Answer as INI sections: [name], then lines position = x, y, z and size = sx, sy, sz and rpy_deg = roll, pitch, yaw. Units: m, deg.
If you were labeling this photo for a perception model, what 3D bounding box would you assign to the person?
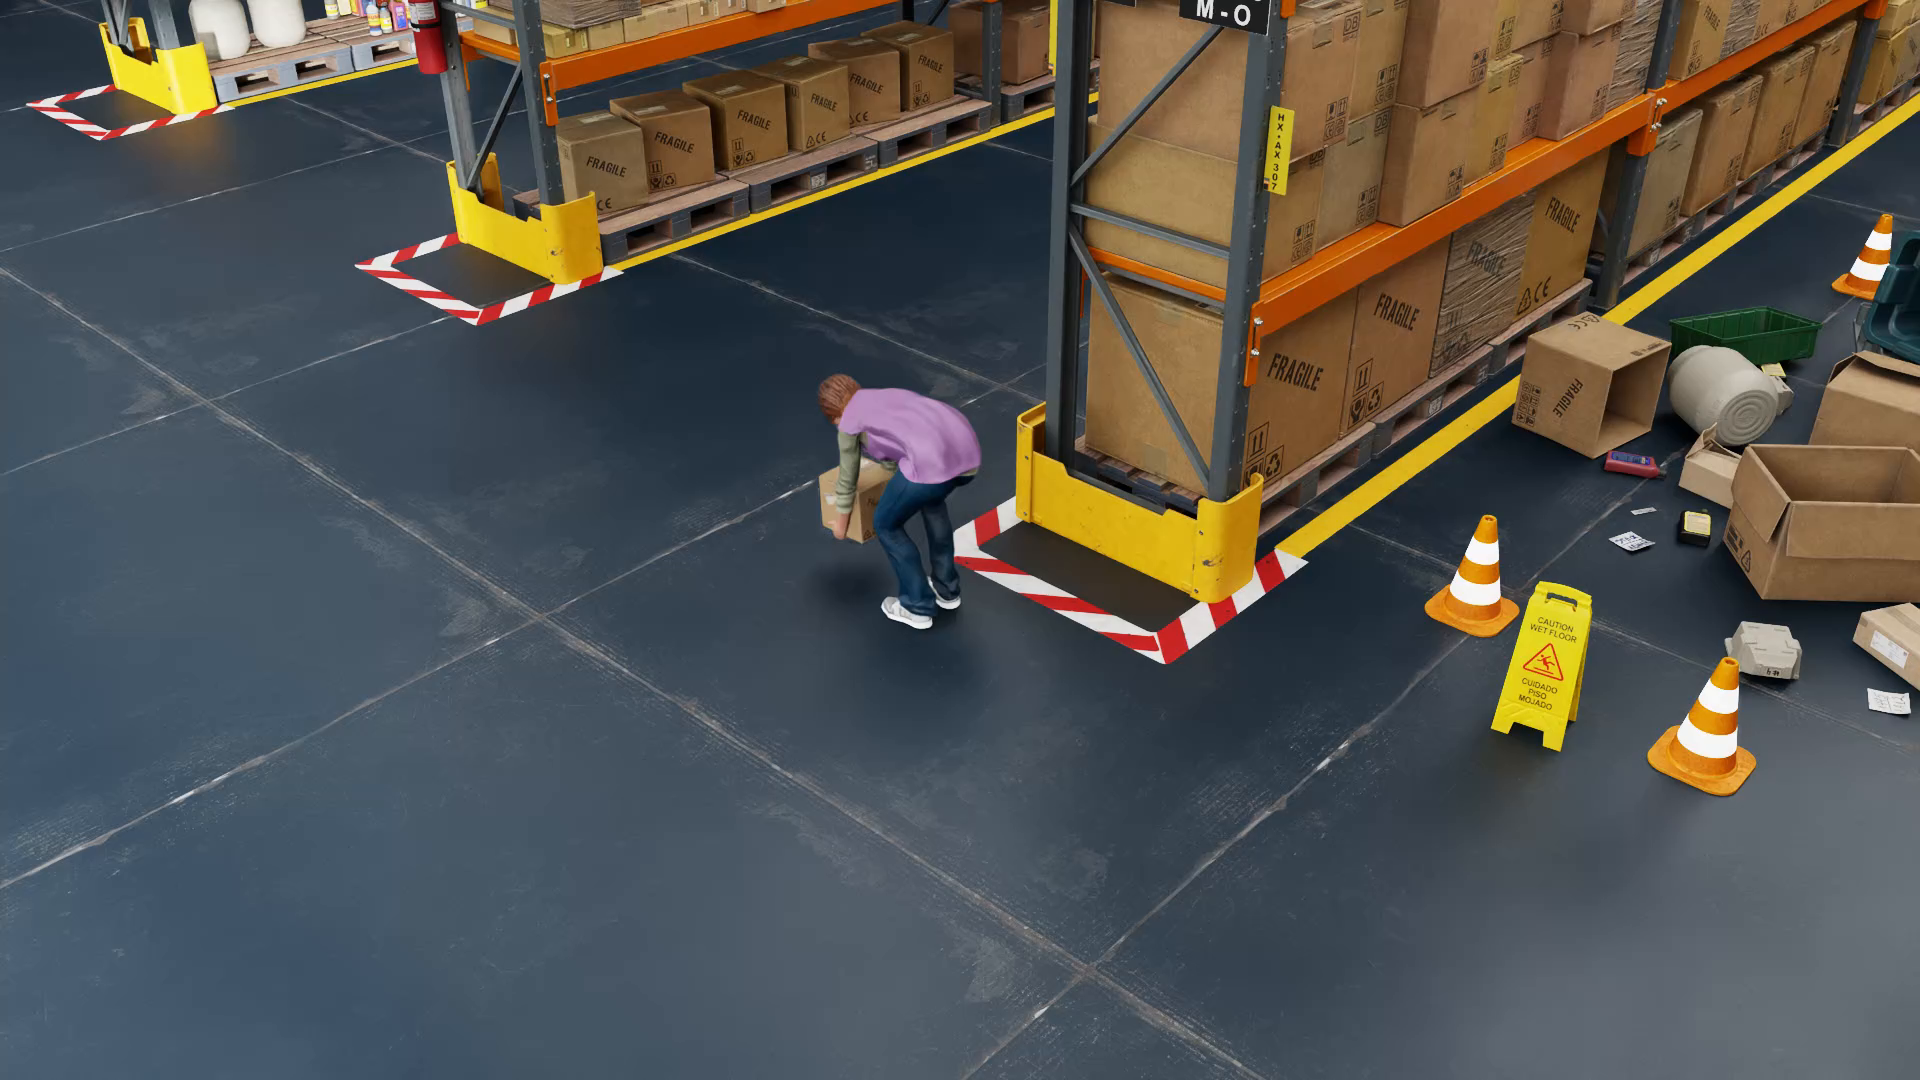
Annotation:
[person]
position = -0.282, -0.195, 7.027
size = 0.391, 1.001, 0.871
rpy_deg = -27, 41, -37
